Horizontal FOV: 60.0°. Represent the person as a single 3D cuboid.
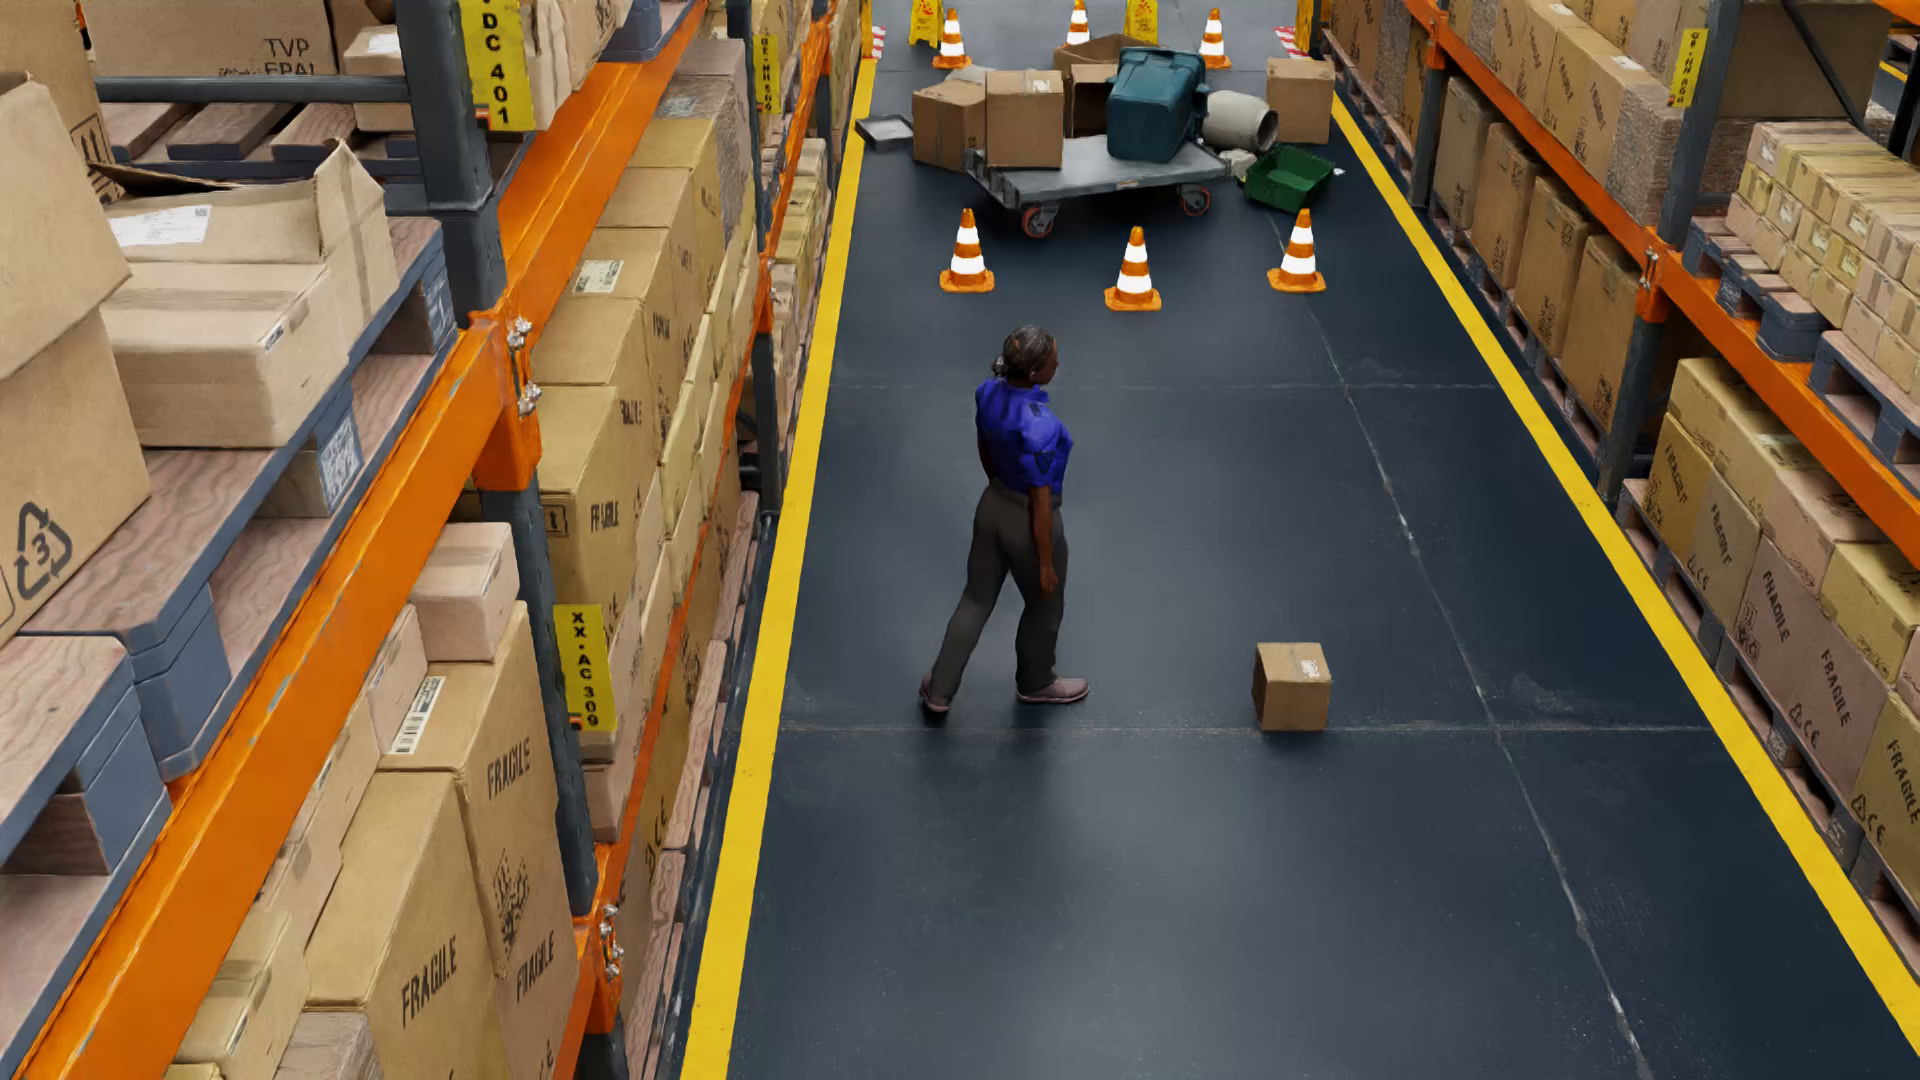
[{"bbox_3d":[0.189,-0.041,6.212,0.651,1.651,0.578,-20,37,-29],"label":"person"}]
